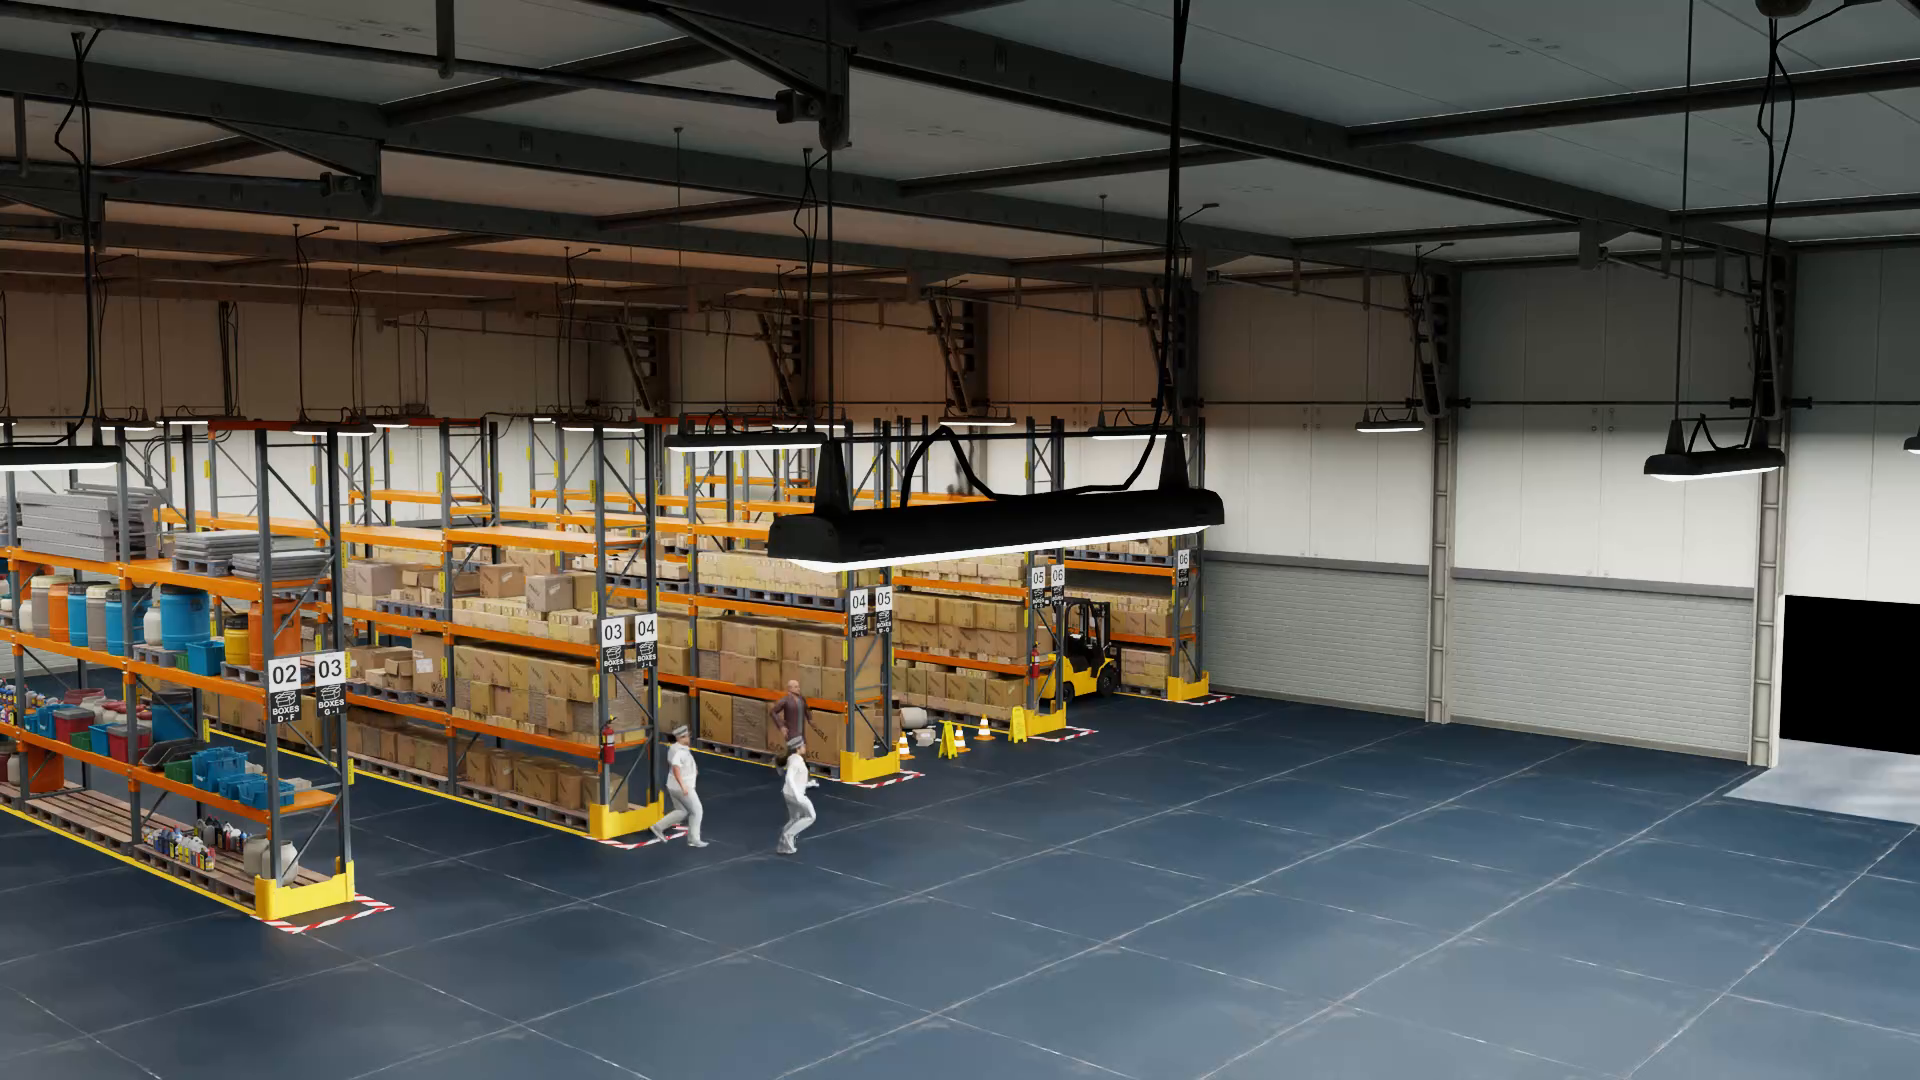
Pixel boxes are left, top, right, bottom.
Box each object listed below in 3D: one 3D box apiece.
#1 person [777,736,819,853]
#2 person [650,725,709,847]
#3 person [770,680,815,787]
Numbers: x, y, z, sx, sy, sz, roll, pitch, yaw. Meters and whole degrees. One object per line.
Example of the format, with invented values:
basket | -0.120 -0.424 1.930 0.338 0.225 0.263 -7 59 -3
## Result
person | -2.261 3.564 23.322 0.633 1.640 0.599 -2 5 -21
person | -3.979 3.513 23.569 0.838 1.790 0.698 -2 5 -26
person | -2.779 3.169 27.406 0.945 1.750 0.744 3 6 35
